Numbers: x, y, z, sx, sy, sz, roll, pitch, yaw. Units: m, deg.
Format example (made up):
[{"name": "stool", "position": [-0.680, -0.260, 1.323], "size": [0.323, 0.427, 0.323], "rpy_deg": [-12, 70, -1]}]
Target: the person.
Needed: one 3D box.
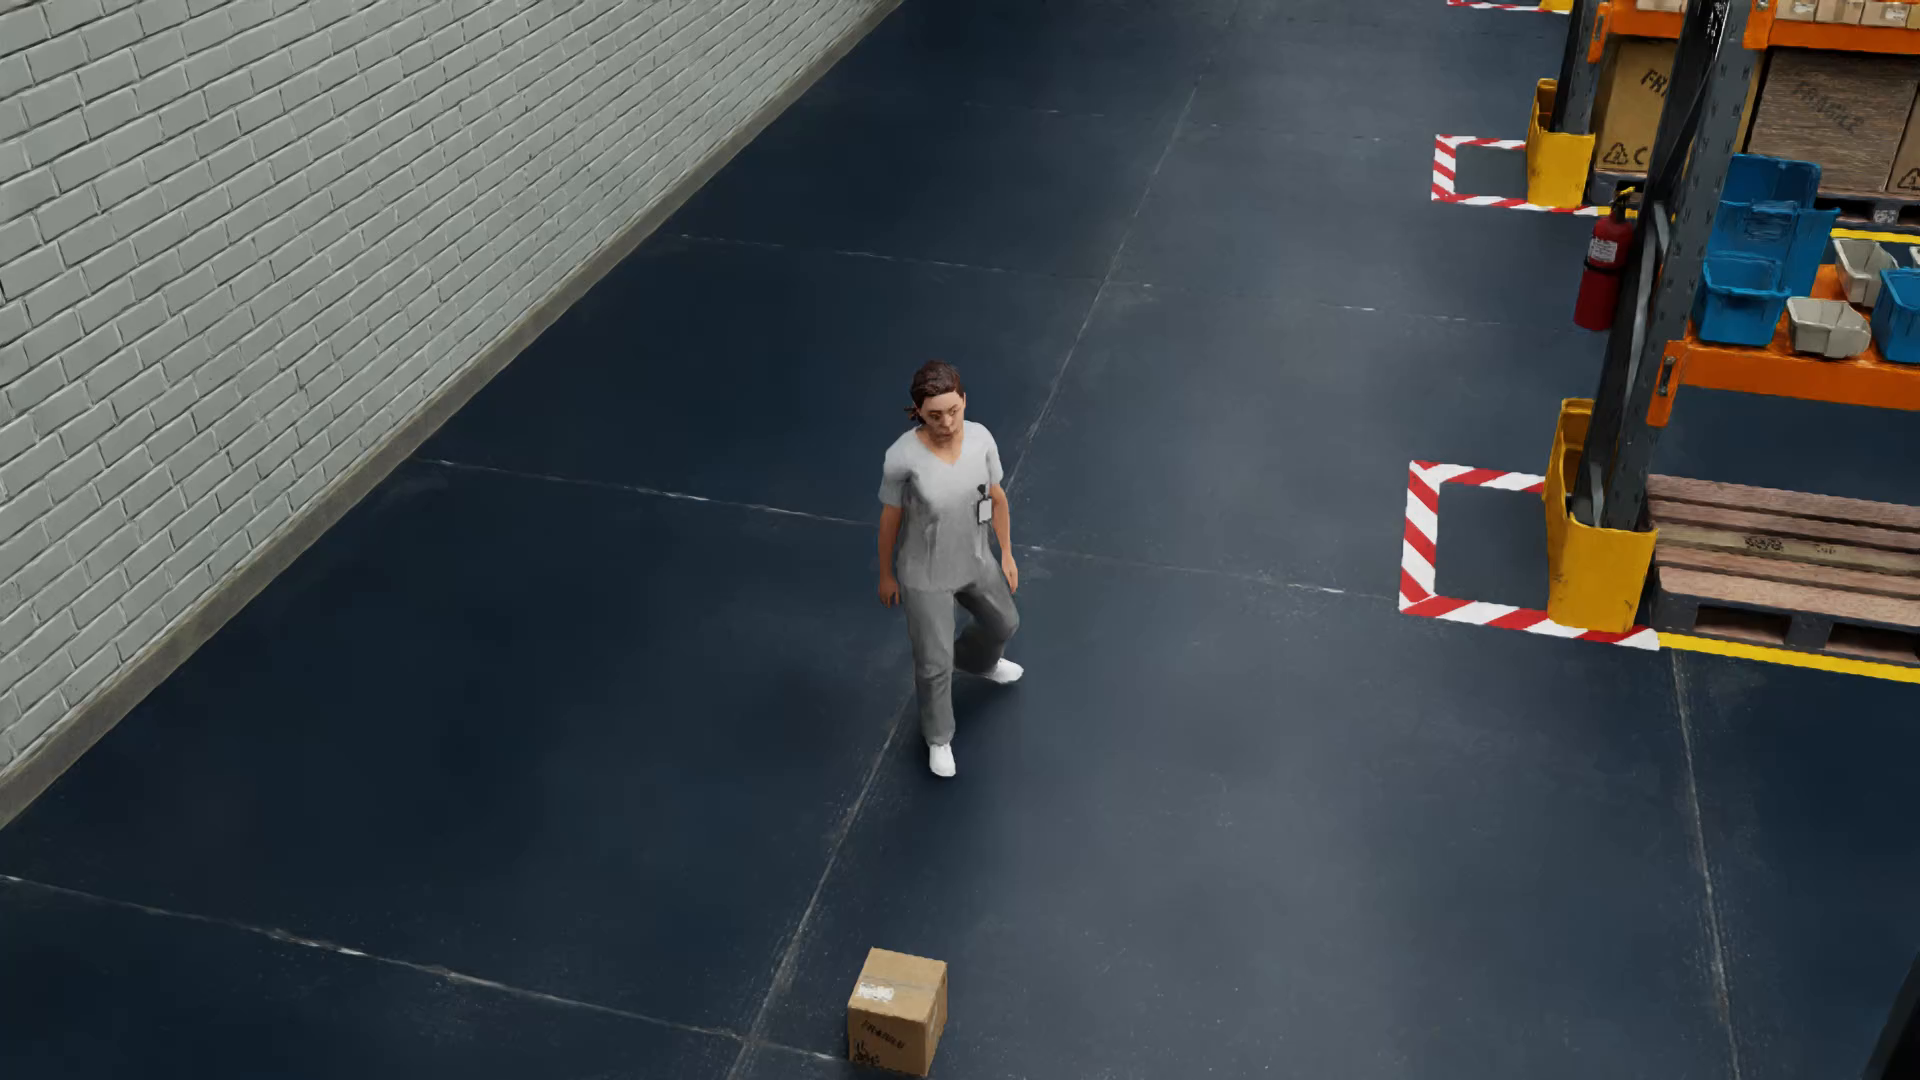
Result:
[{"name": "person", "position": [-0.010, 0.045, 6.076], "size": [0.650, 1.664, 0.502], "rpy_deg": [-18, 37, -26]}]
